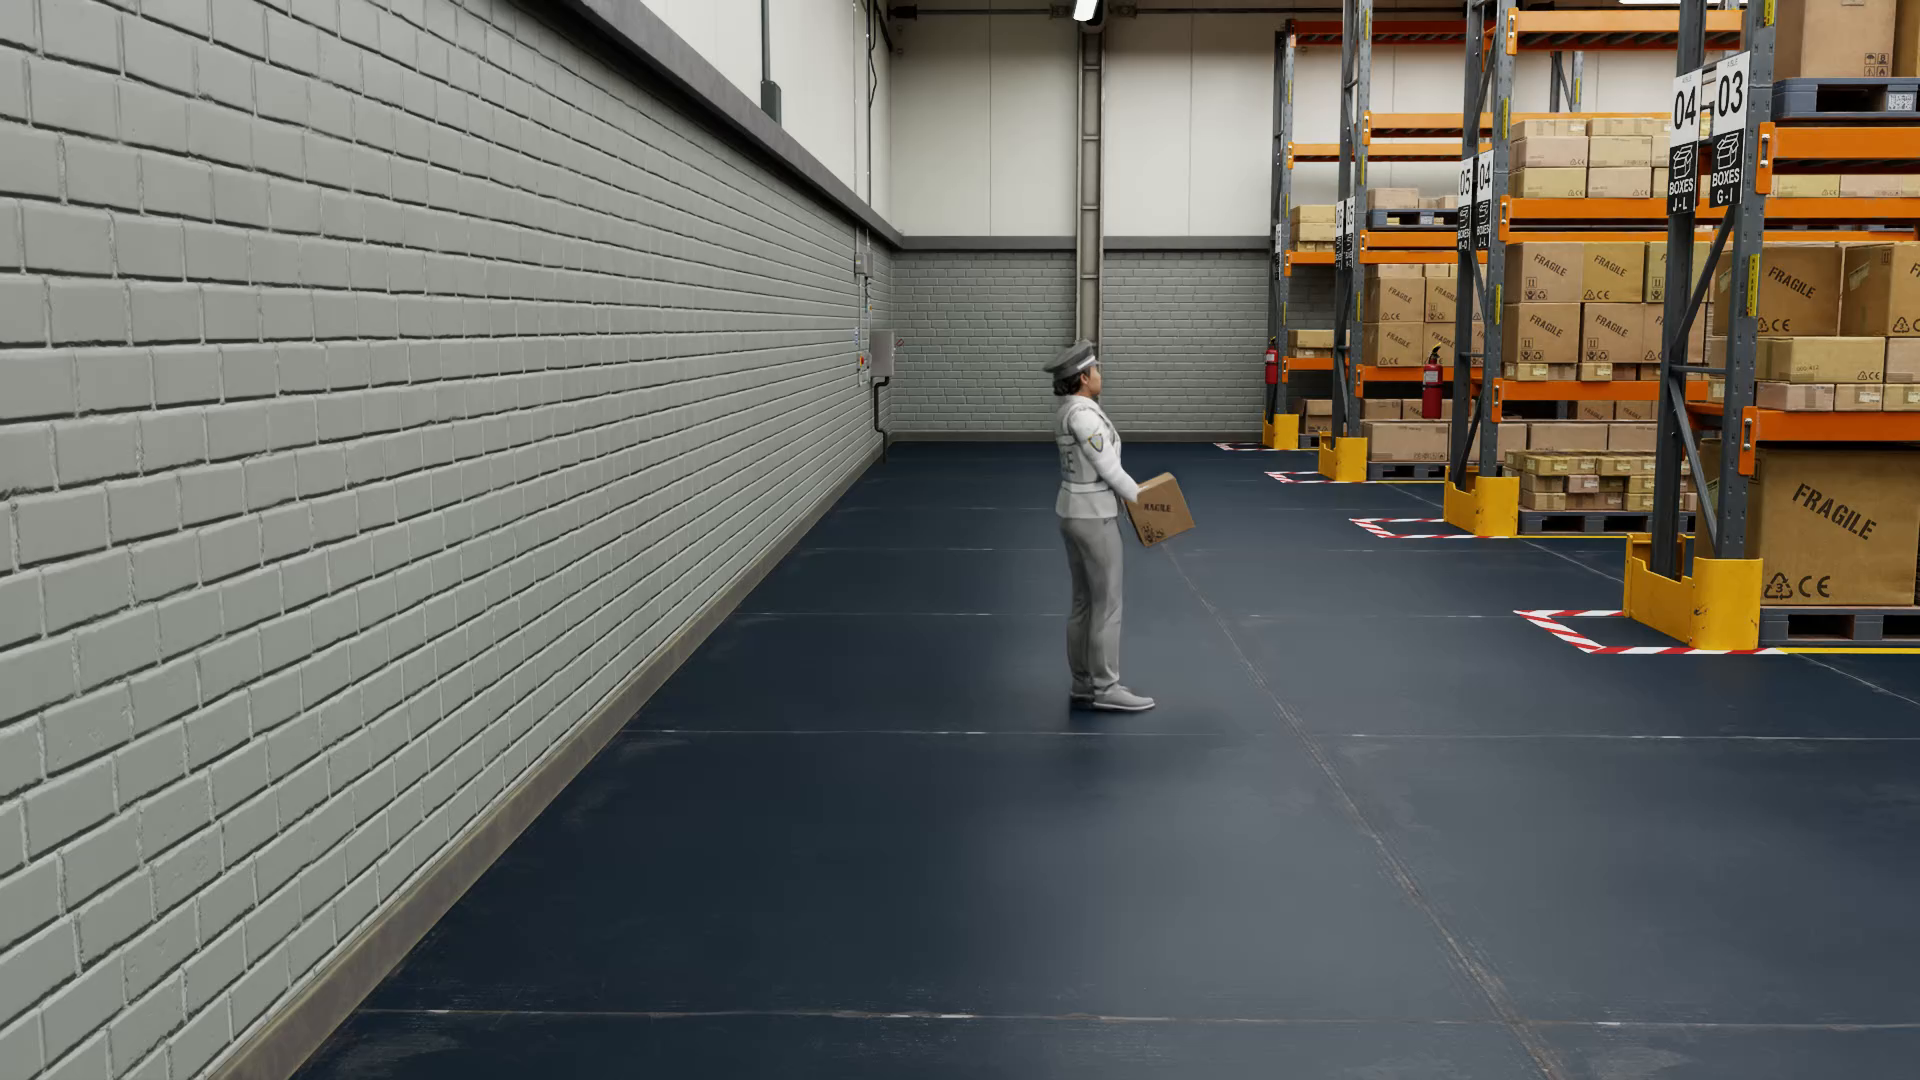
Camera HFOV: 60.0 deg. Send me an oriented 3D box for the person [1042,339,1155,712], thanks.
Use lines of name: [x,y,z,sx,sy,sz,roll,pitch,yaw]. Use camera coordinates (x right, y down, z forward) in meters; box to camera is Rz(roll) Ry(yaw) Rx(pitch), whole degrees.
person: [0.653,-0.080,7.741,0.535,1.701,0.513,-1,7,-11]
